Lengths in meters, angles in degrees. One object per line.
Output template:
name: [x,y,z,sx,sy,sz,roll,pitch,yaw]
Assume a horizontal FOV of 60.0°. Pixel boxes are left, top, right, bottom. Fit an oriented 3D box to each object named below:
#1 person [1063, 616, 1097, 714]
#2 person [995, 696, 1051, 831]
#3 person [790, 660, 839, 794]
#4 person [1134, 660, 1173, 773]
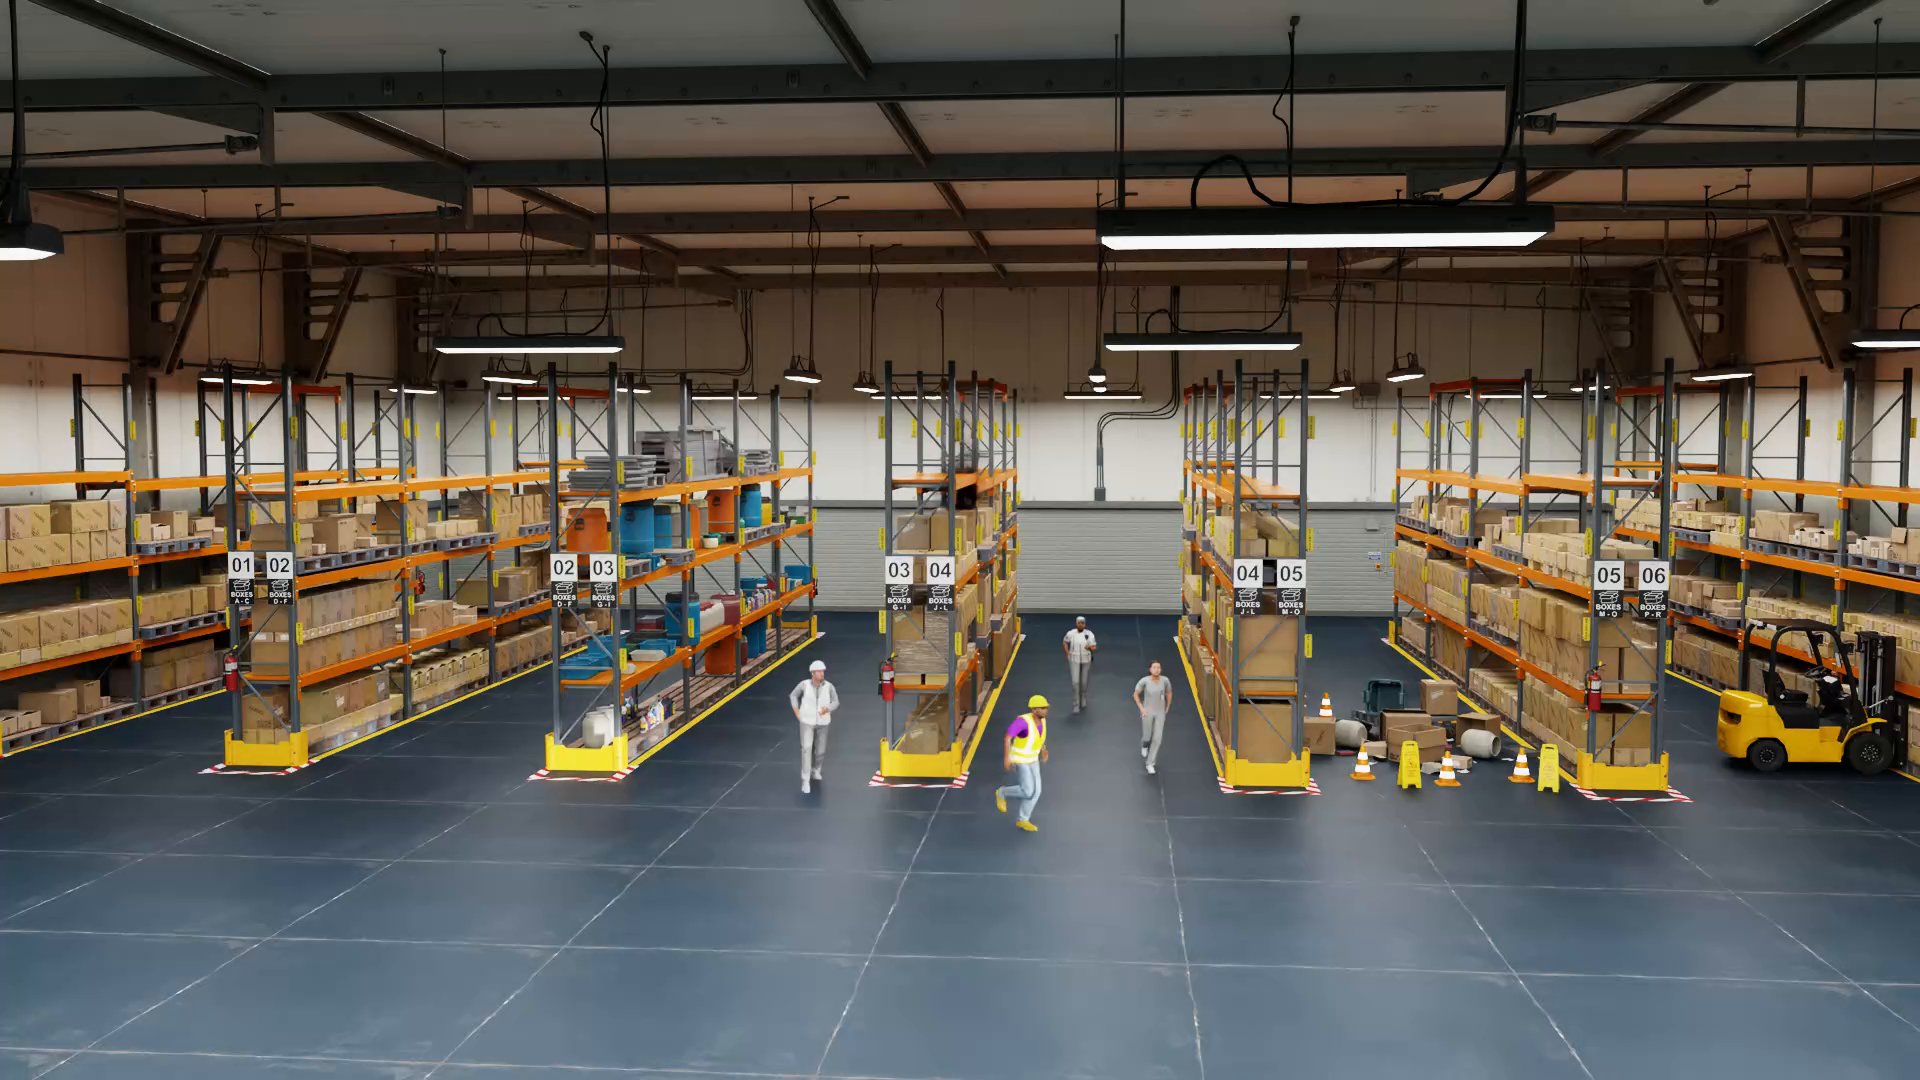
person: [2.149,2.216,29.724,0.589,1.717,0.721,0,4,-1]
person: [0.799,2.787,20.993,0.784,1.692,0.693,2,5,34]
person: [-2.017,2.590,23.329,0.656,1.807,0.862,-1,4,-16]
person: [2.859,2.575,24.596,0.587,1.643,0.728,0,4,-6]
